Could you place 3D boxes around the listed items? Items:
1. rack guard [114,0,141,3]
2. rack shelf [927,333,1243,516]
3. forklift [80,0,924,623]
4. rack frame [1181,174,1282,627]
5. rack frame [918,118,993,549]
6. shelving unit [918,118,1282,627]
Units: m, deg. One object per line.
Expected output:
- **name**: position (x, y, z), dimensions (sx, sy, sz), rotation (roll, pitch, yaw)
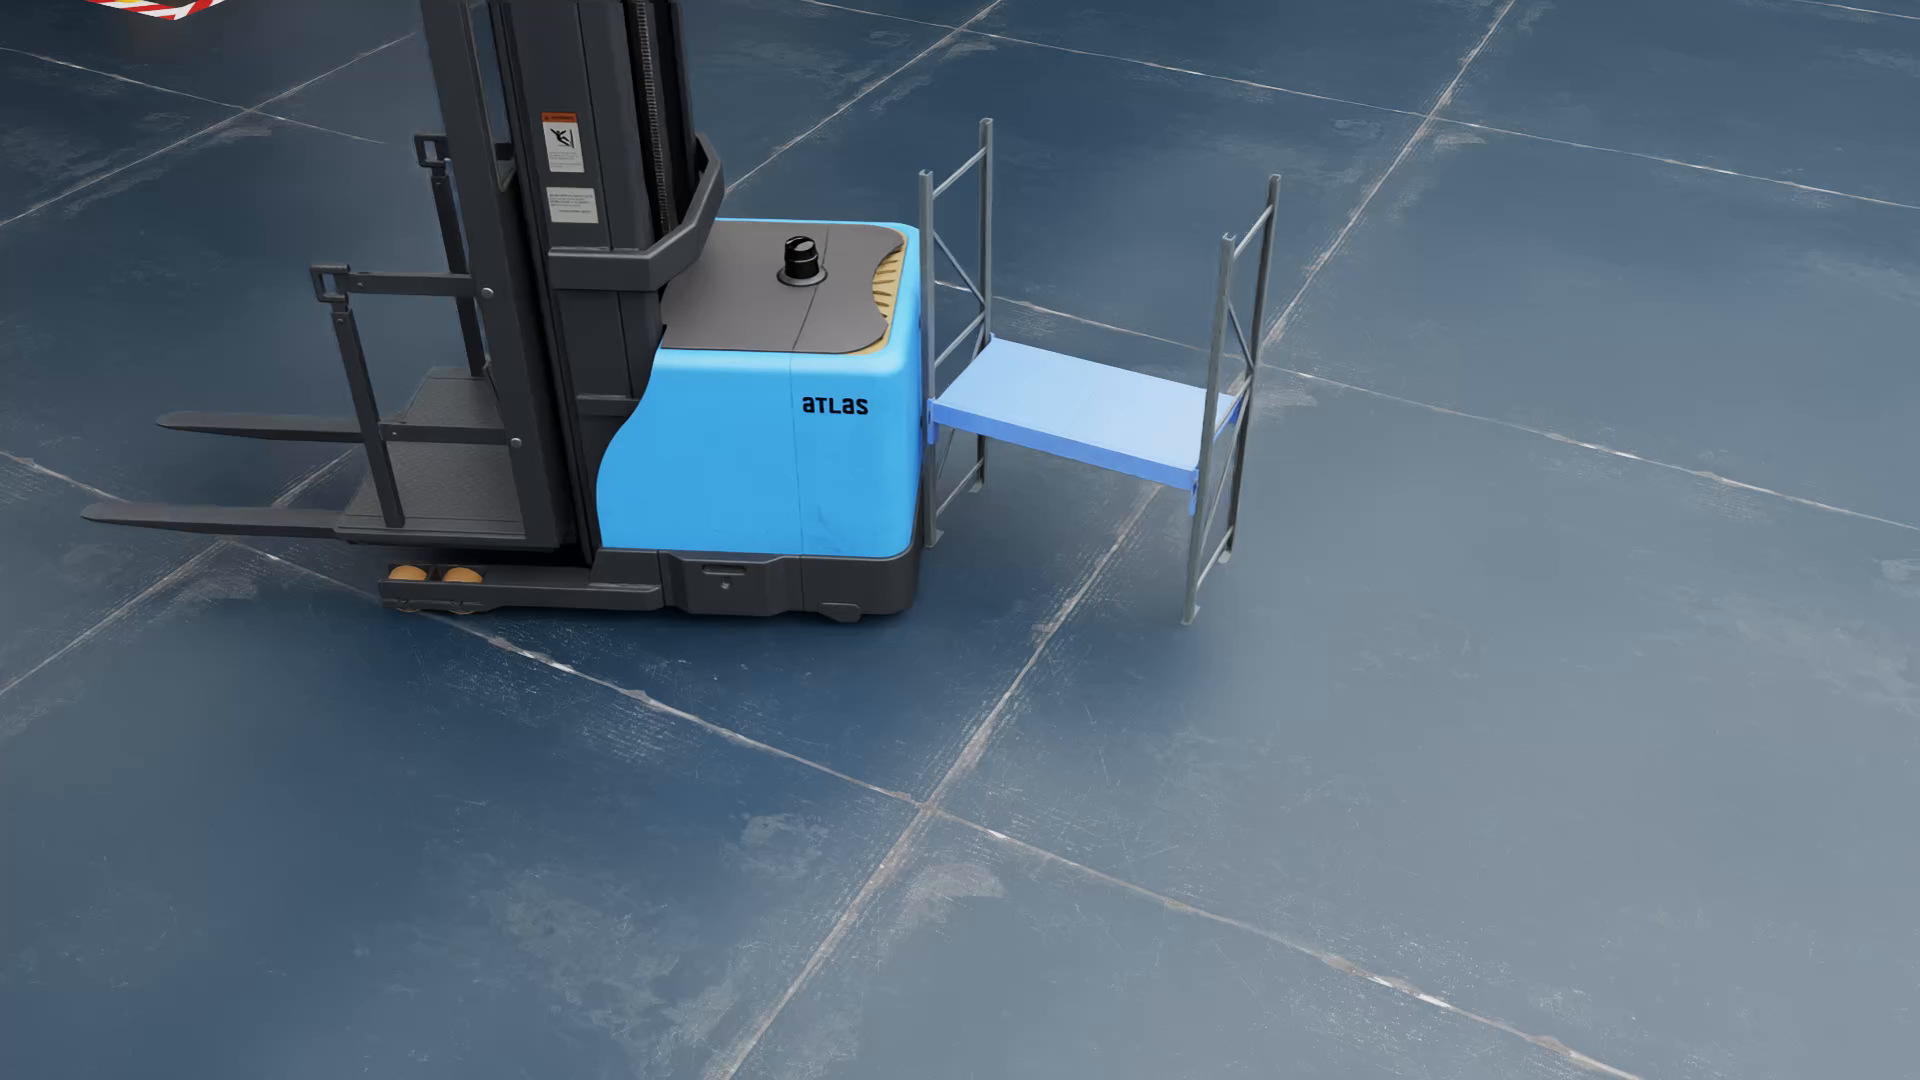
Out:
- **rack guard**: position (-5.298, -4.060, 11.185), dimensions (0.348, 0.500, 1.175), rotation (17, 41, 21)
- **rack shelf**: position (0.446, -0.425, 5.866), dimensions (1.000, 0.185, 0.538), rotation (16, 40, 20)
- **forklift**: position (-1.645, -1.220, 5.433), dimensions (3.031, 2.935, 1.130), rotation (2, 37, 3)
- **rack frame**: position (0.903, -0.433, 5.580), dimensions (0.032, 1.500, 0.500), rotation (16, 40, 20)
- **rack frame**: position (-0.011, -0.703, 5.935), dimensions (0.032, 1.500, 0.500), rotation (16, 40, 20)
- **shelving unit**: position (0.446, -0.568, 5.758), dimensions (1.048, 1.500, 0.538), rotation (16, 40, 20)
